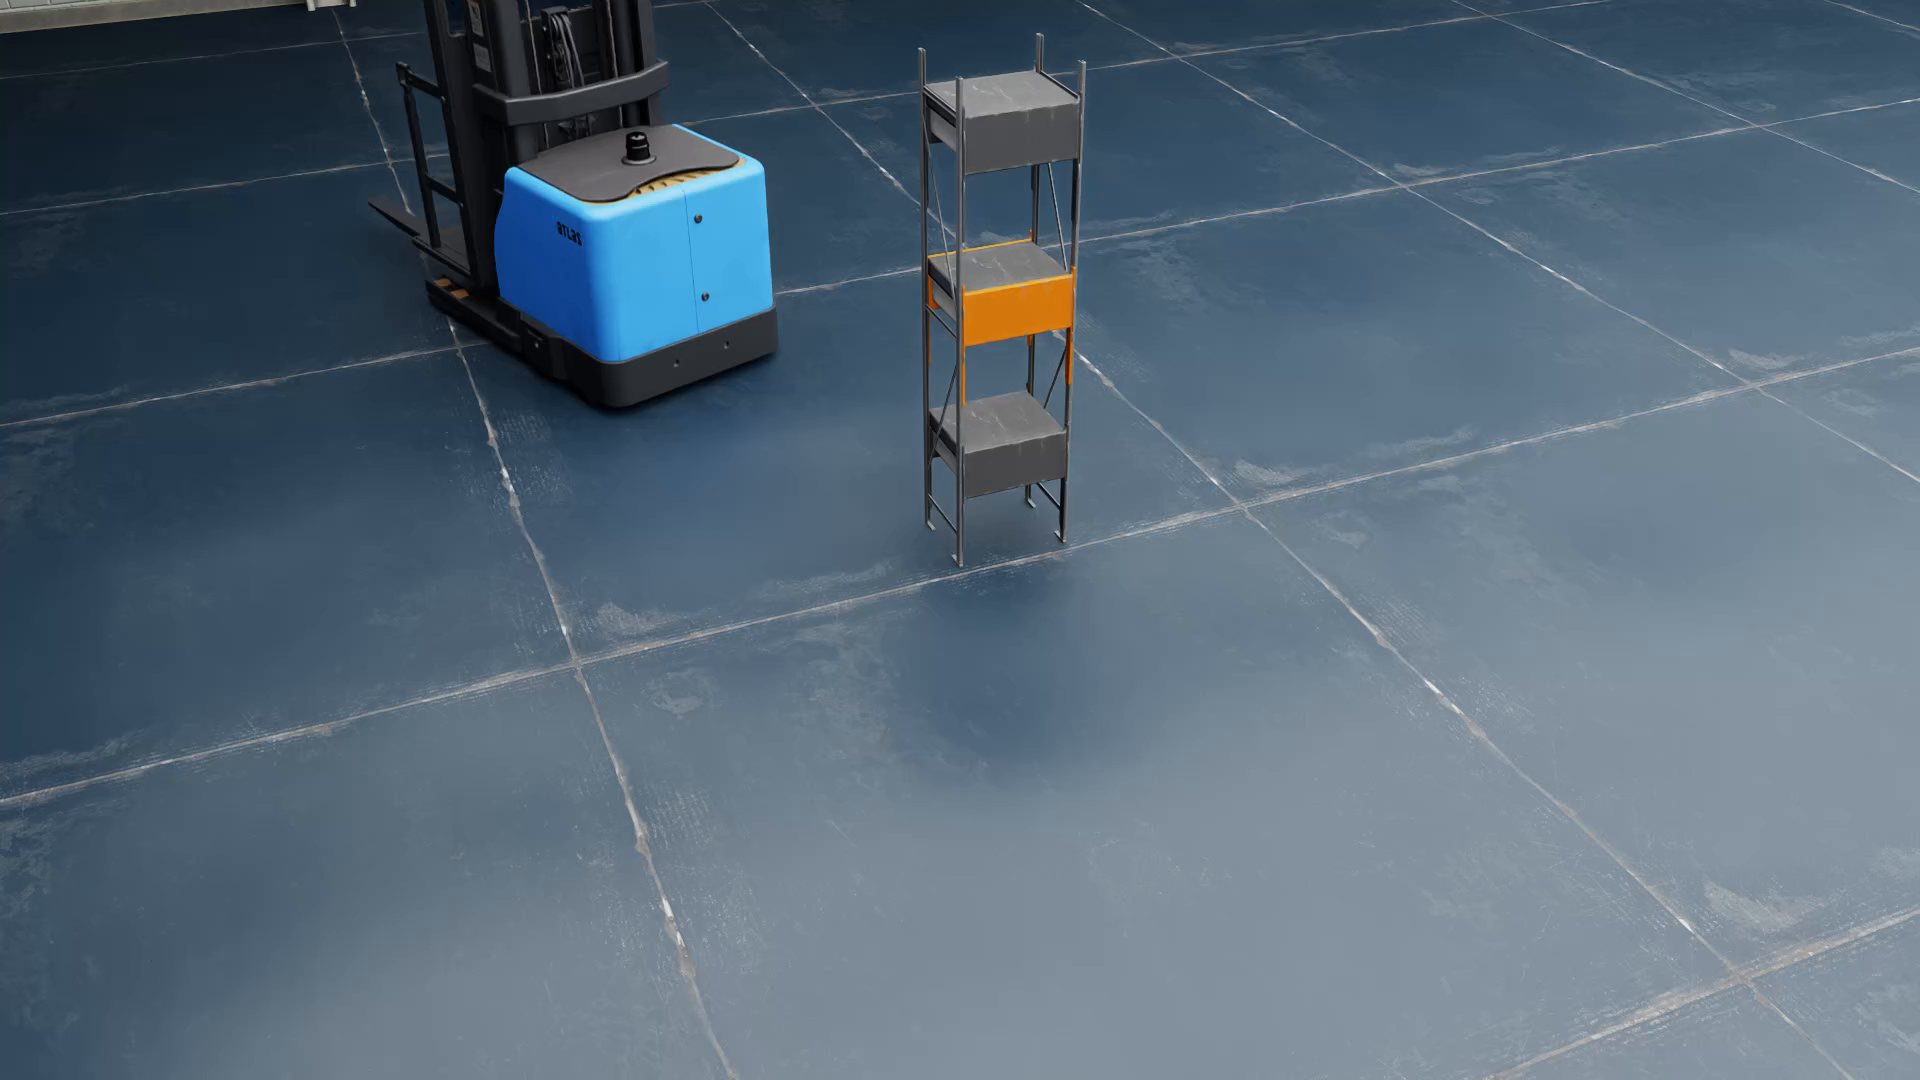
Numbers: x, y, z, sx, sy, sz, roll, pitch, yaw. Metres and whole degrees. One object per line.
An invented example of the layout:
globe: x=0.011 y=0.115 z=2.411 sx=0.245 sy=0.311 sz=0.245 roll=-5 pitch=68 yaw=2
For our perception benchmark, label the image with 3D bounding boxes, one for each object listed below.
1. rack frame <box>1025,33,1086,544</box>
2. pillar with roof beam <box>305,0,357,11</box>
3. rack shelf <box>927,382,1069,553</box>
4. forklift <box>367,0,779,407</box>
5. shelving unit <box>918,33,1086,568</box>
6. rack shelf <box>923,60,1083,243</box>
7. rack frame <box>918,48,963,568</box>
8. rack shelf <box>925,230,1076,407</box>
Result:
rack frame: x=0.378 y=-0.967 z=6.810 sx=0.015 sy=2.100 sz=0.400 roll=-13 pitch=35 yaw=-19
pillar with roof beam: x=-3.772 y=-6.241 z=8.590 sx=0.400 sy=9.000 sz=9.100 roll=-13 pitch=35 yaw=-19
rack shelf: x=0.153 y=-0.317 z=7.120 sx=0.480 sy=0.518 sz=0.431 roll=-13 pitch=35 yaw=-19
forklift: x=-2.303 y=-2.597 z=8.554 sx=1.130 sy=2.935 sz=3.031 roll=-26 pitch=41 yaw=-34
shelving unit: x=0.153 y=-0.915 z=6.731 sx=0.503 sy=2.100 sz=0.431 roll=-13 pitch=35 yaw=-19
rack shelf: x=0.153 y=-1.490 z=6.357 sx=0.480 sy=0.518 sz=0.431 roll=-13 pitch=35 yaw=-19
rack frame: x=-0.072 y=-0.864 z=6.652 sx=0.015 sy=2.100 sz=0.400 roll=-13 pitch=35 yaw=-19
rack shelf: x=0.153 y=-0.904 z=6.738 sx=0.480 sy=0.518 sz=0.431 roll=-13 pitch=35 yaw=-19
